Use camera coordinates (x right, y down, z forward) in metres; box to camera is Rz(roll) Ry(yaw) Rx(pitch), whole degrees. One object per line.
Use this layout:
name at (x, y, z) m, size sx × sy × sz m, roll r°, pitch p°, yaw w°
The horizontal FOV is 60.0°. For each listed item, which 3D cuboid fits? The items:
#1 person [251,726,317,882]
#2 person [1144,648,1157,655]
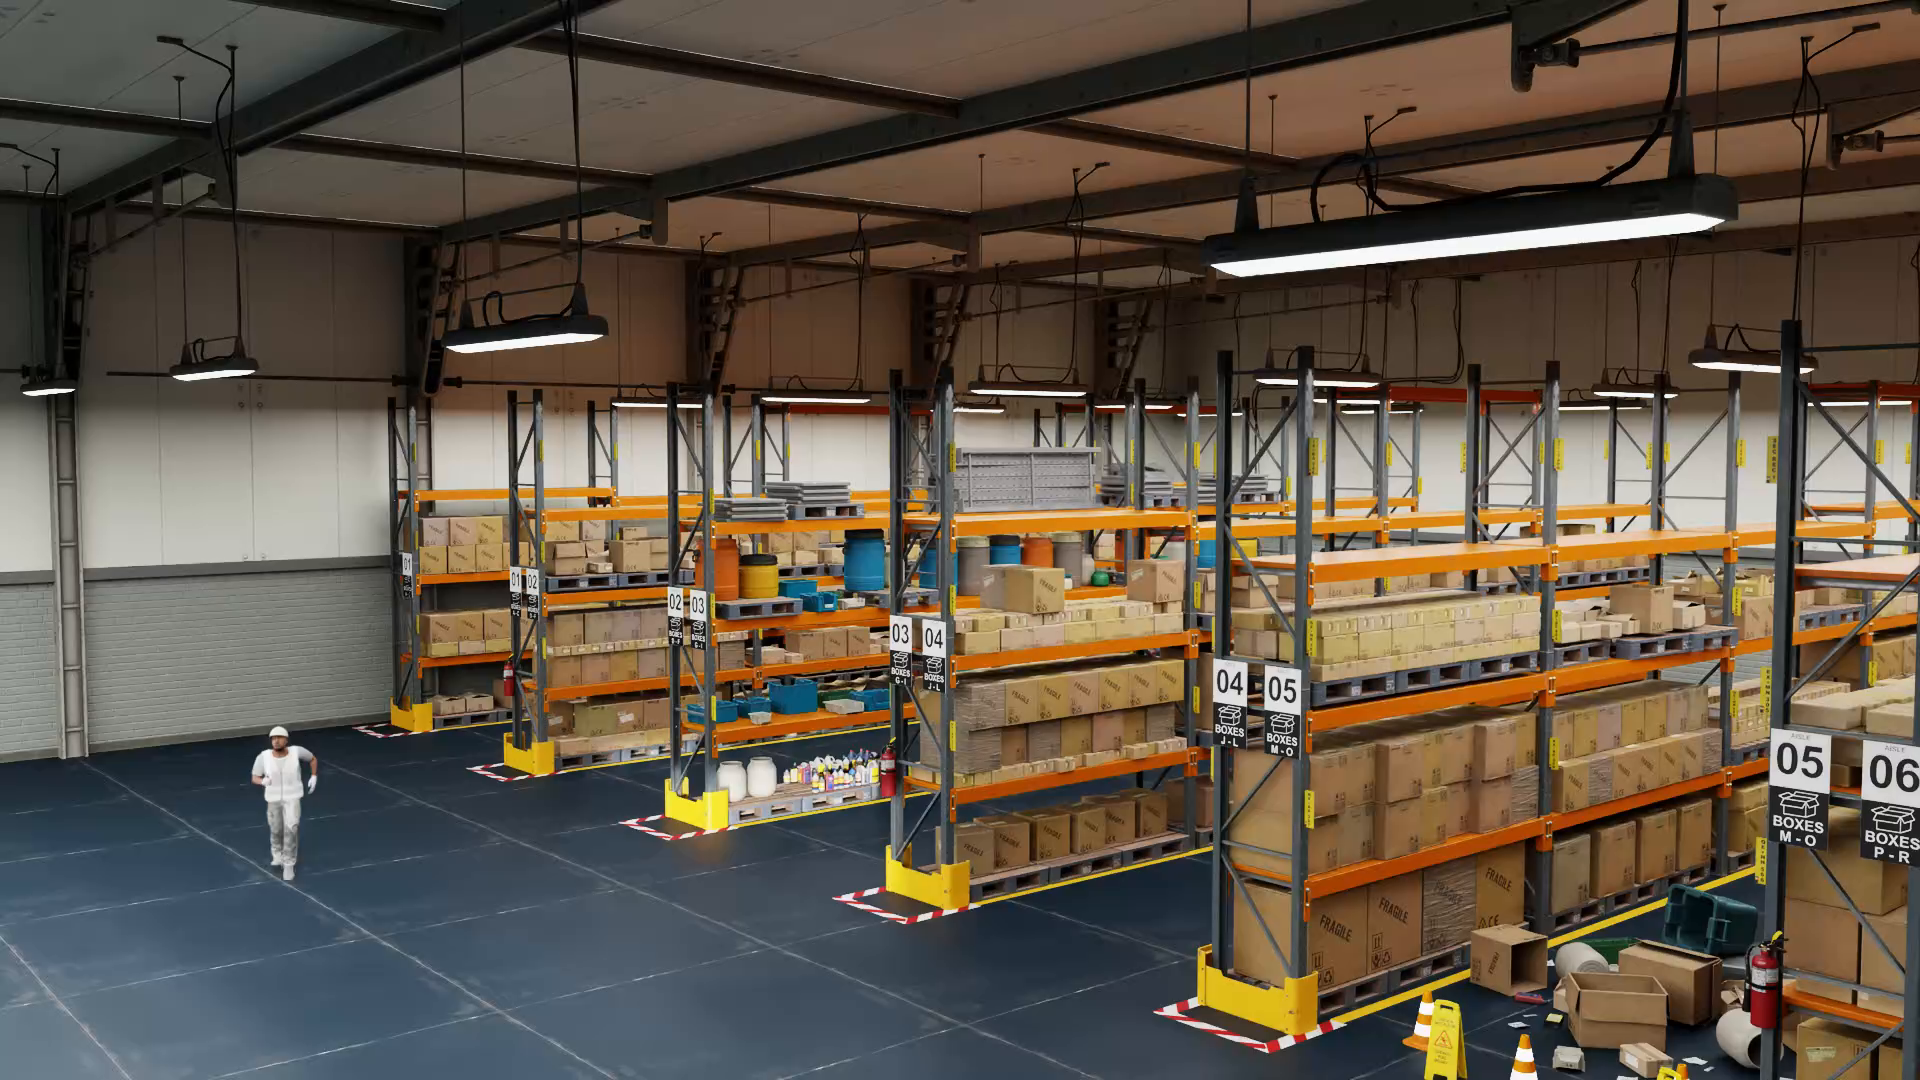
person at (-8.056, 3.117, 19.839) m, size 0.694 × 1.824 × 0.913 m, roll -1°, pitch 3°, yaw -13°
person at (3.790, 2.328, 32.411) m, size 0.647 × 1.759 × 0.854 m, roll 2°, pitch 4°, yaw 35°
